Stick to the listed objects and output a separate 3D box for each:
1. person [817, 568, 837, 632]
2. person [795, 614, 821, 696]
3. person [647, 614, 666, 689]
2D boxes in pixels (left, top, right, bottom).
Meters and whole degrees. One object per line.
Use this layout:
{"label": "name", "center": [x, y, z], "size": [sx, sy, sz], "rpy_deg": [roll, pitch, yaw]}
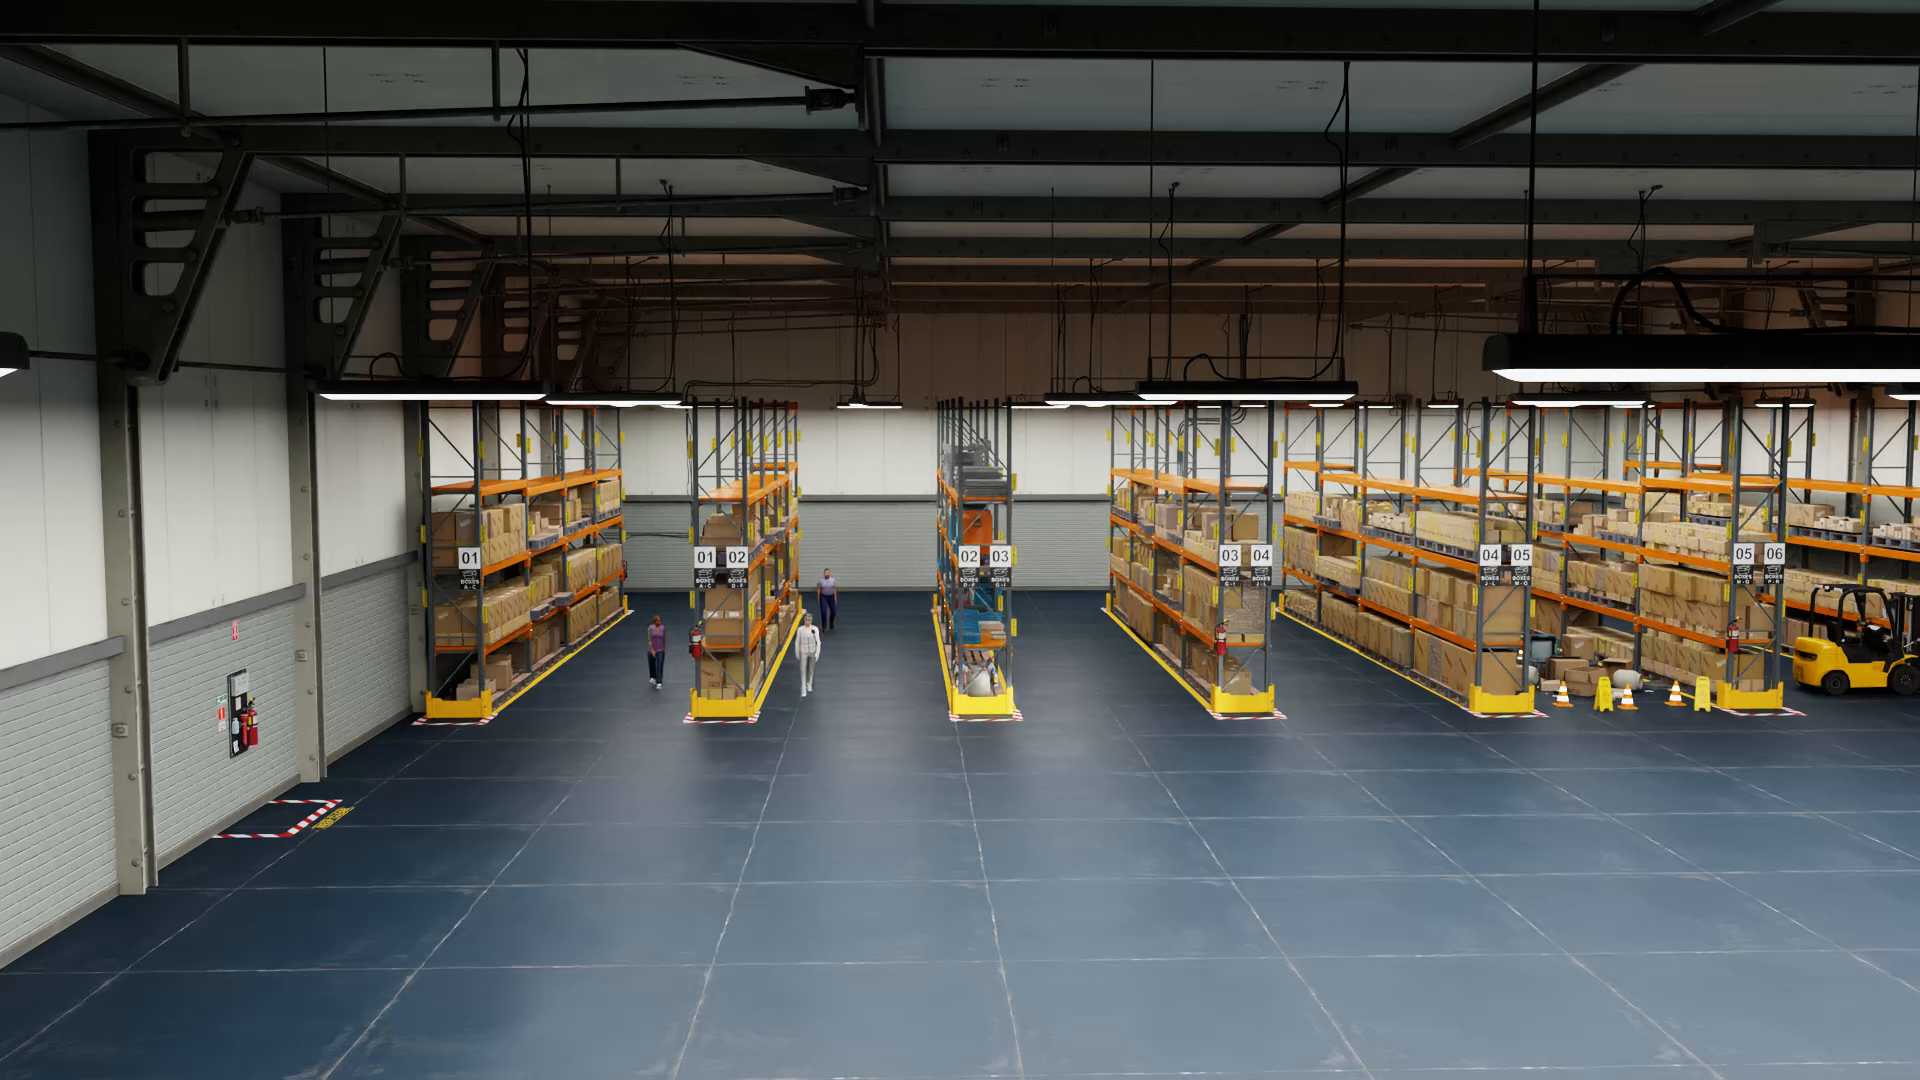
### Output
{"label": "person", "center": [-3.457, 1.558, 43.210], "size": [0.510, 1.656, 0.487], "rpy_deg": [-1, 4, -10]}
{"label": "person", "center": [-3.061, 2.290, 33.616], "size": [0.497, 1.628, 0.940], "rpy_deg": [-1, 5, -16]}
{"label": "person", "center": [-6.274, 2.292, 34.467], "size": [0.396, 1.509, 1.011], "rpy_deg": [-1, 5, -14]}
